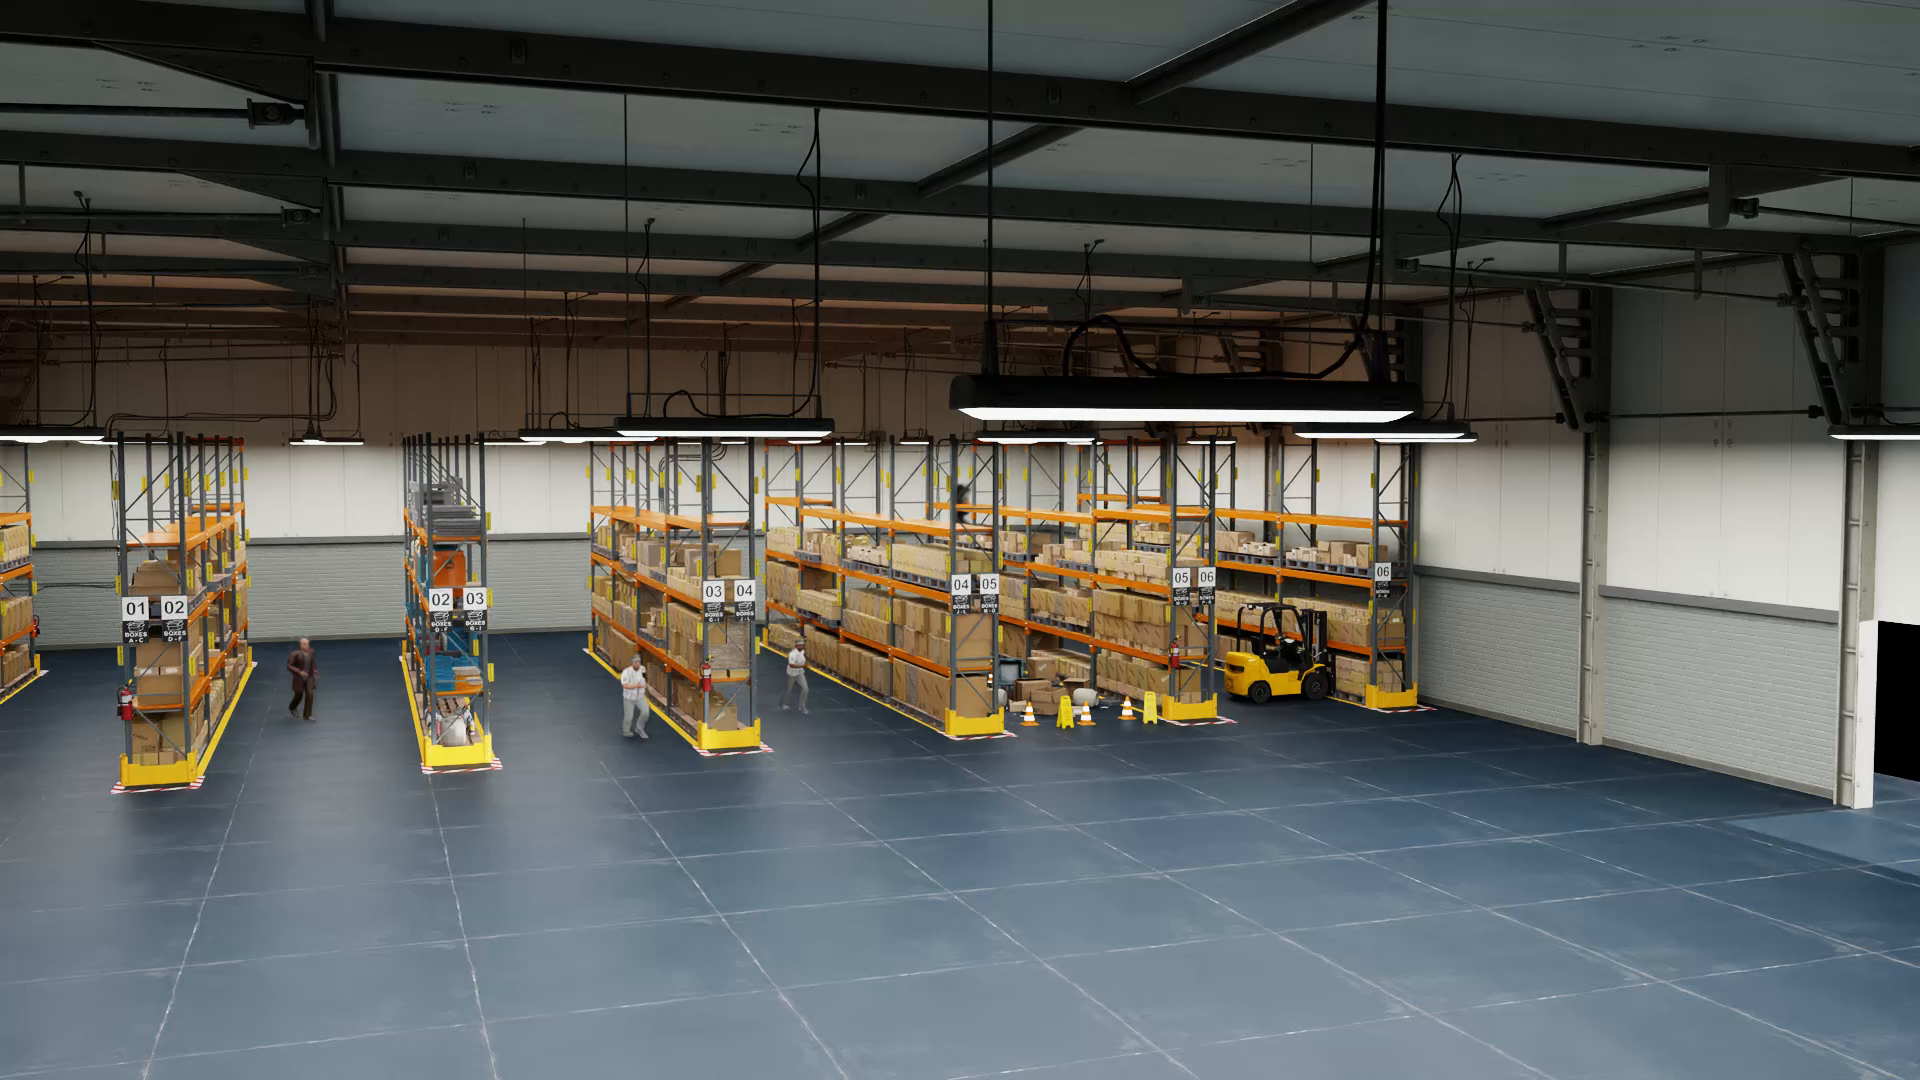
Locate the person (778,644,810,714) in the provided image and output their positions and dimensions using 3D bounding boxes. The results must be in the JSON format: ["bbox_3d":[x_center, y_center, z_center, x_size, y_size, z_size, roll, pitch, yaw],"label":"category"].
[{"bbox_3d":[-3.548,2.936,35.867,0.954,1.633,0.576,3,4,45],"label":"person"}]

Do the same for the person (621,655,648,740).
[{"bbox_3d":[-6.380,3.066,32.563,0.591,1.707,0.930,-2,4,-32],"label":"person"}]

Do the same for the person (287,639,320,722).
[{"bbox_3d":[-13.833,2.920,34.892,0.695,1.742,0.956,-3,4,-43],"label":"person"}]

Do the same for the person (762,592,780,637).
[{"bbox_3d":[-5.780,2.066,50.429,0.467,1.677,0.892,2,4,28],"label":"person"}]
